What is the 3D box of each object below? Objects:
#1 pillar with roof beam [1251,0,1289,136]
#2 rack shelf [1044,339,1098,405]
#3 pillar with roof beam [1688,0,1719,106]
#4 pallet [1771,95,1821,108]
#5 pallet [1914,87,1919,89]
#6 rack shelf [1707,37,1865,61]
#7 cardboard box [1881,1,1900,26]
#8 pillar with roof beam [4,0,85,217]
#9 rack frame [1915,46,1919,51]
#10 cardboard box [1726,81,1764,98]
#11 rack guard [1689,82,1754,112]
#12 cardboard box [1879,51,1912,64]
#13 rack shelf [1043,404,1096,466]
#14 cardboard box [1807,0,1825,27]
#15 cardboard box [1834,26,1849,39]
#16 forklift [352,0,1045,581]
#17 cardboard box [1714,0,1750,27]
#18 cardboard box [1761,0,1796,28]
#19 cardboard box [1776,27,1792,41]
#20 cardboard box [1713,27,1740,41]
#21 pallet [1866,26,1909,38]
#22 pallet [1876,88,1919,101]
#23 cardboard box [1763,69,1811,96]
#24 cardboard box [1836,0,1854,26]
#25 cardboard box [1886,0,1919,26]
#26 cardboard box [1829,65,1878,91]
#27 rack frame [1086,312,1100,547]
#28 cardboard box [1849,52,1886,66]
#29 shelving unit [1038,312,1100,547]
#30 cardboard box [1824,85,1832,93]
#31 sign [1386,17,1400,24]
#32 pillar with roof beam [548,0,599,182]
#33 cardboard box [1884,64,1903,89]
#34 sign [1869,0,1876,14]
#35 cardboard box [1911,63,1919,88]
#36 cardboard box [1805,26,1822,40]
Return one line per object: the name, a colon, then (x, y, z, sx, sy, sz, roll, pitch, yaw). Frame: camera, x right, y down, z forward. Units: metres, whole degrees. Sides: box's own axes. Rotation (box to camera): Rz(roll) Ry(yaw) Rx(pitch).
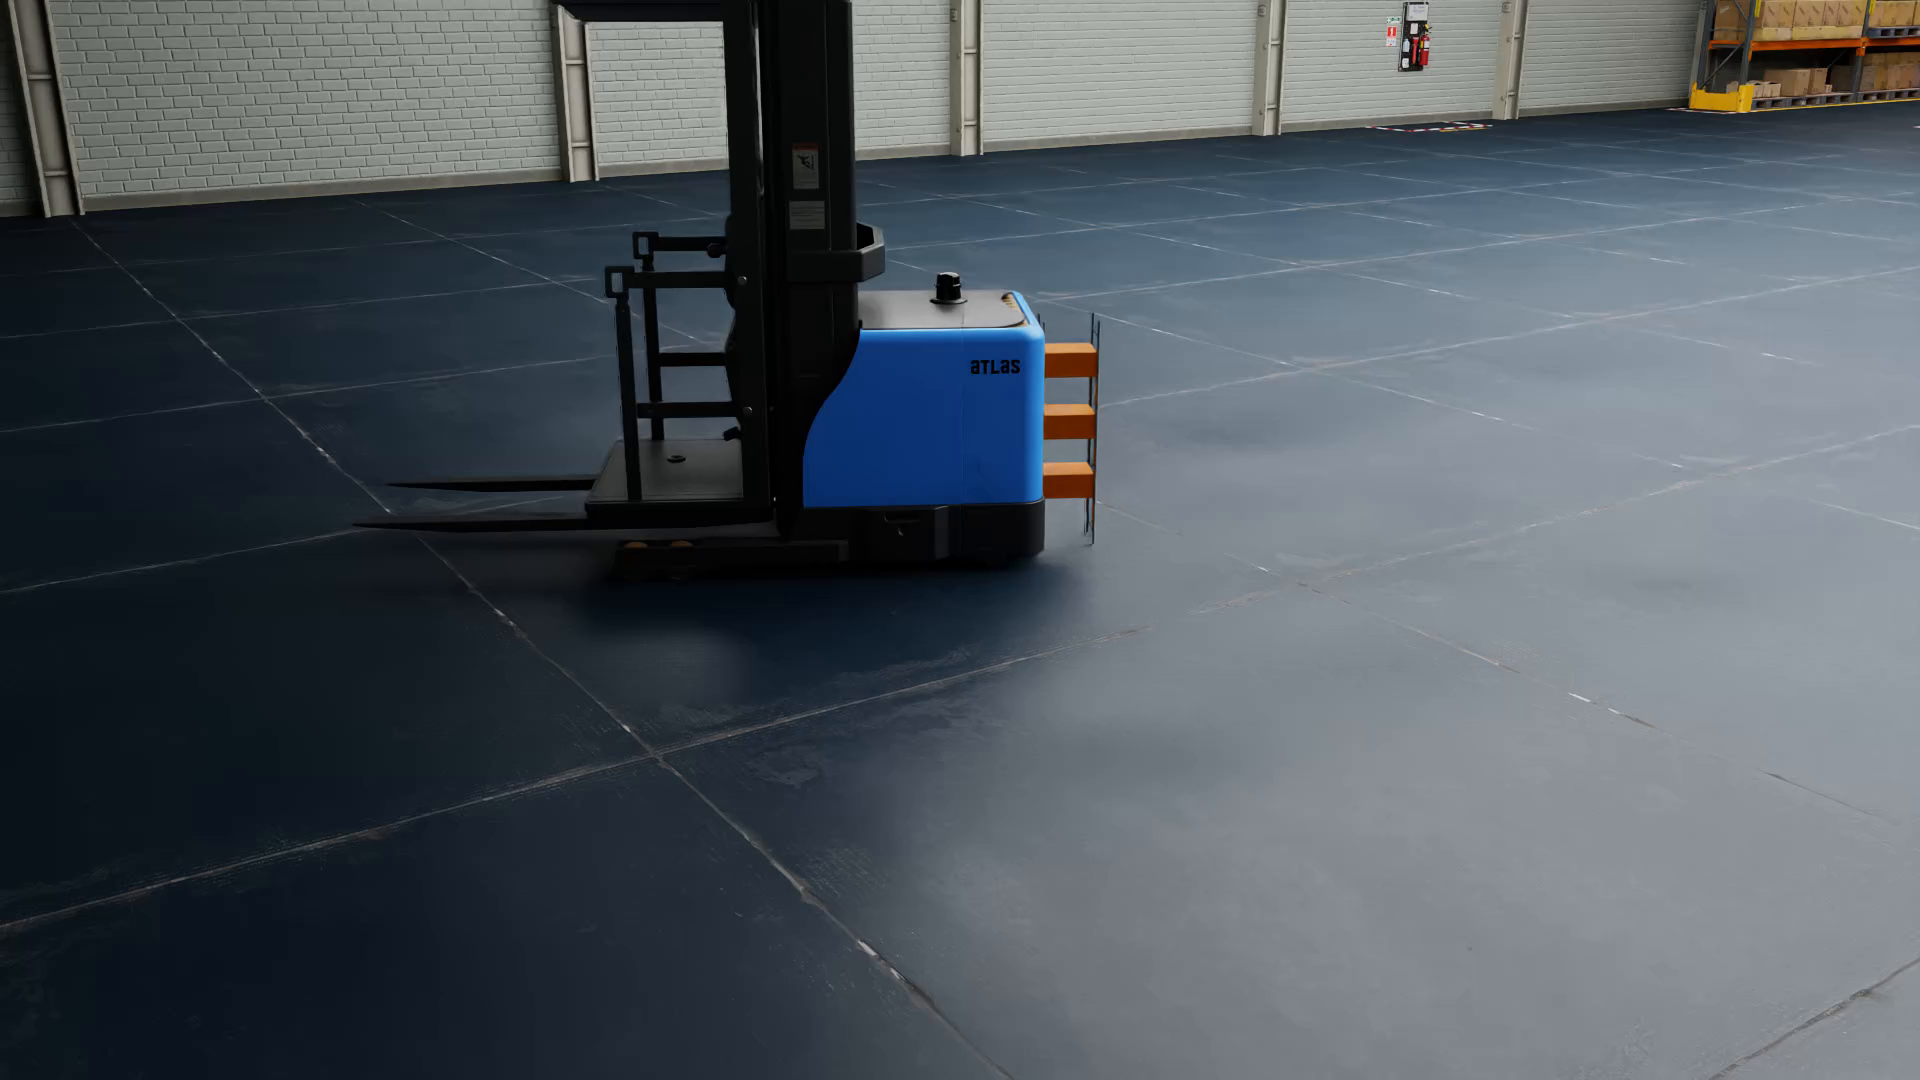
pillar with roof beam: (7.476, -9.887, 22.939, 0.400, 9.000, 9.100, -12, 22, -31)
rack shelf: (0.483, -0.755, 7.485, 0.240, 0.259, 0.215, -1, 19, -4)
pillar with roof beam: (17.498, -12.001, 29.191, 0.400, 9.000, 9.100, -12, 22, -31)
pallet: (16.801, -8.995, 34.022, 1.213, 0.211, 1.003, -12, 22, -31)
pallet: (21.049, -9.906, 36.718, 1.213, 0.211, 1.003, -12, 22, -31)
rack shelf: (16.692, -9.967, 33.666, 4.000, 0.370, 1.077, -12, 22, -31)
cardboard box: (19.277, -11.093, 35.030, 0.500, 0.500, 0.700, -9, 21, -26)
pillar with roof beam: (-7.557, -6.717, 13.561, 0.400, 9.000, 9.100, -12, 22, -31)
rack frame: (21.703, -11.365, 36.677, 0.127, 3.000, 1.000, -12, 22, -31)
cardboard box: (15.649, -8.988, 33.159, 0.500, 0.311, 0.500, -15, 24, -37)
rack guard: (15.085, -8.785, 32.949, 0.348, 0.500, 1.175, -12, 22, -31)
cardboard box: (20.193, -10.428, 35.951, 0.500, 0.250, 0.500, -12, 22, -32)
rack shelf: (0.483, -0.486, 7.575, 0.240, 0.259, 0.215, -1, 19, -4)
cardboard box: (16.863, -10.521, 33.213, 0.500, 0.500, 0.500, -11, 22, -30)
cardboard box: (17.713, -10.349, 33.874, 0.500, 0.250, 0.500, -12, 22, -31)
forklift: (-1.165, -1.387, 7.271, 3.031, 2.935, 1.130, -1, 19, -4)
cardboard box: (15.298, -10.389, 32.824, 0.500, 0.500, 0.500, -12, 22, -32)
cardboard box: (16.004, -10.337, 32.671, 0.500, 0.500, 0.500, -12, 22, -31)
cardboard box: (16.029, -9.990, 32.815, 0.500, 0.250, 0.500, -13, 22, -33)
cardboard box: (15.305, -10.028, 32.927, 0.500, 0.250, 0.500, -12, 22, -31)
pallet: (19.080, -10.665, 34.907, 1.213, 0.211, 1.003, -12, 22, -31)
pallet: (20.032, -9.693, 36.086, 1.213, 0.211, 1.003, -12, 22, -31)
cardboard box: (16.765, -9.294, 33.768, 0.500, 0.500, 0.700, -14, 23, -35)
cardboard box: (17.724, -10.698, 33.738, 0.500, 0.500, 0.500, -12, 22, -32)
cardboard box: (20.288, -11.310, 35.671, 0.500, 0.500, 0.700, -12, 22, -31)
cardboard box: (18.968, -9.819, 35.320, 0.500, 0.500, 0.700, -11, 22, -30)
rack frame: (0.605, -0.499, 7.580, 0.008, 1.050, 0.200, -1, 19, -4)
cardboard box: (19.334, -10.252, 35.432, 0.500, 0.250, 0.500, -12, 22, -33)
shelving unit: (0.483, -0.496, 7.572, 0.252, 1.050, 0.215, -1, 19, -4)
cardboard box: (17.932, -9.424, 34.674, 0.250, 0.166, 0.380, -16, 24, -38)
sign: (7.525, -9.025, 28.873, 0.331, 0.109, 0.001, -12, 22, -31)
pillar with roof beam: (-2.546, -7.773, 16.687, 0.400, 9.000, 9.100, -12, 22, -31)
cardboard box: (19.820, -10.002, 35.863, 0.500, 0.500, 0.700, -12, 22, -31)
sign: (18.667, -10.926, 34.029, 0.005, 0.325, 0.100, -12, 22, -31)
cardboard box: (20.636, -10.189, 36.414, 0.500, 0.500, 0.700, -12, 22, -31)
cardboard box: (16.882, -10.167, 33.337, 0.500, 0.250, 0.500, -12, 22, -31)
